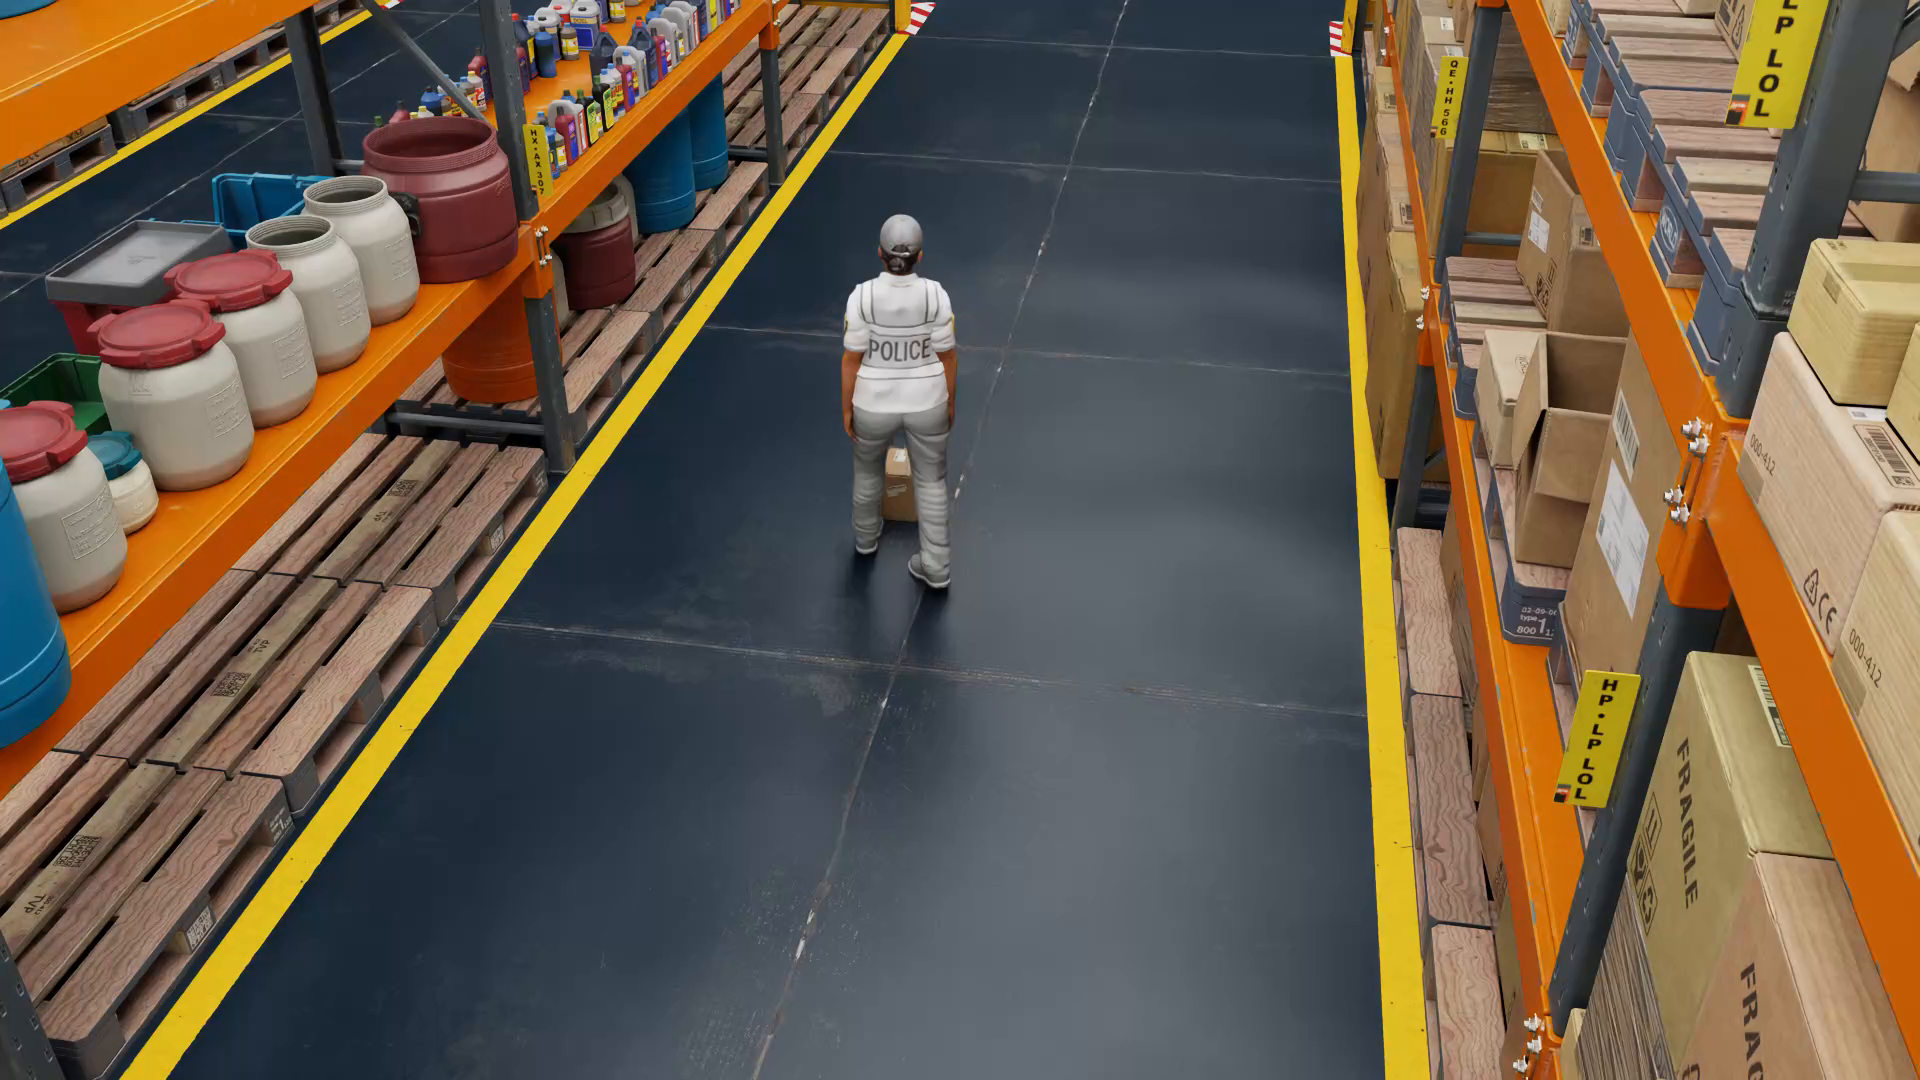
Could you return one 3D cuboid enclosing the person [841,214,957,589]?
[{"bbox_3d":[-0.265,-0.617,7.101,0.487,1.661,0.643,-3,33,-5],"label":"person"}]
